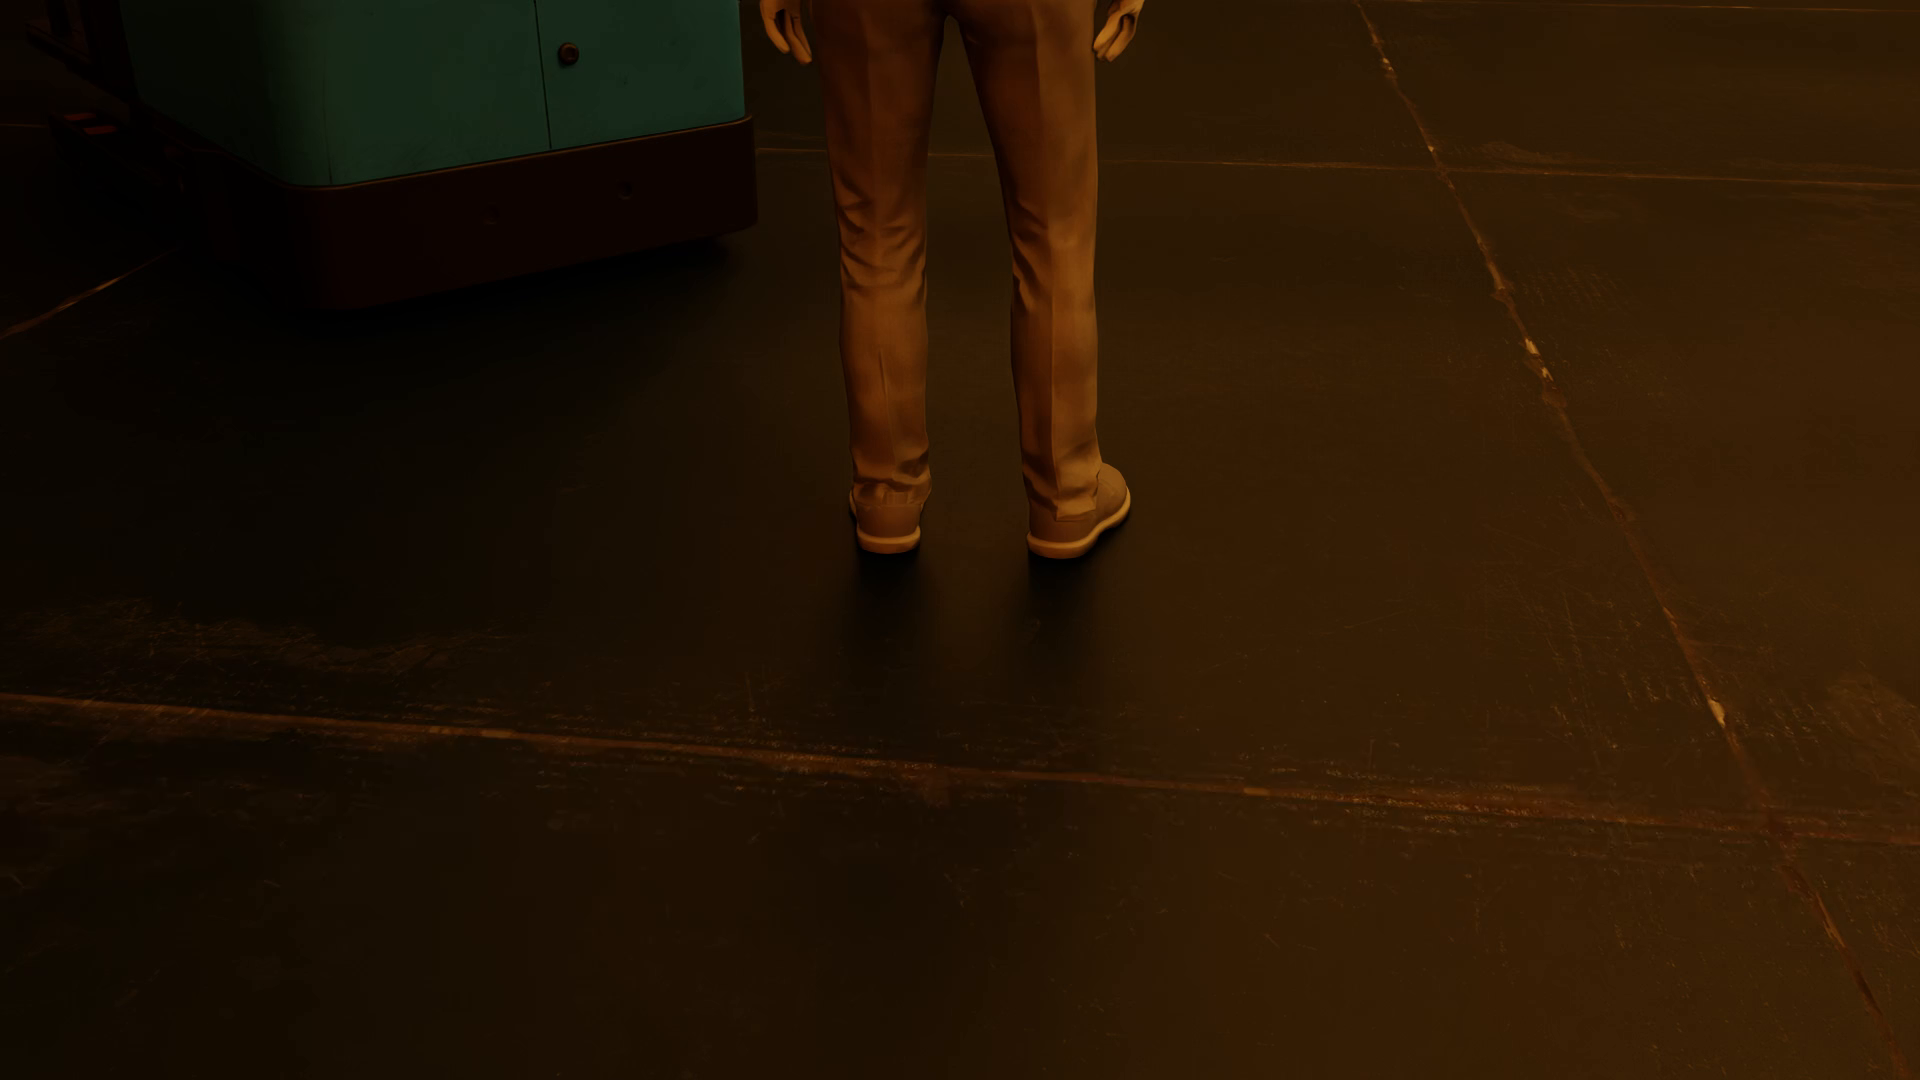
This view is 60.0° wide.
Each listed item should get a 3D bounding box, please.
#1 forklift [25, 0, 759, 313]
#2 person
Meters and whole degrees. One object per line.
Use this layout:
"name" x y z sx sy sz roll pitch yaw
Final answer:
"forklift" -1.778 -2.345 3.918 1.130 2.935 3.031 -20 33 -34
"person" -0.012 -0.757 2.157 0.542 1.662 0.373 2 27 4
